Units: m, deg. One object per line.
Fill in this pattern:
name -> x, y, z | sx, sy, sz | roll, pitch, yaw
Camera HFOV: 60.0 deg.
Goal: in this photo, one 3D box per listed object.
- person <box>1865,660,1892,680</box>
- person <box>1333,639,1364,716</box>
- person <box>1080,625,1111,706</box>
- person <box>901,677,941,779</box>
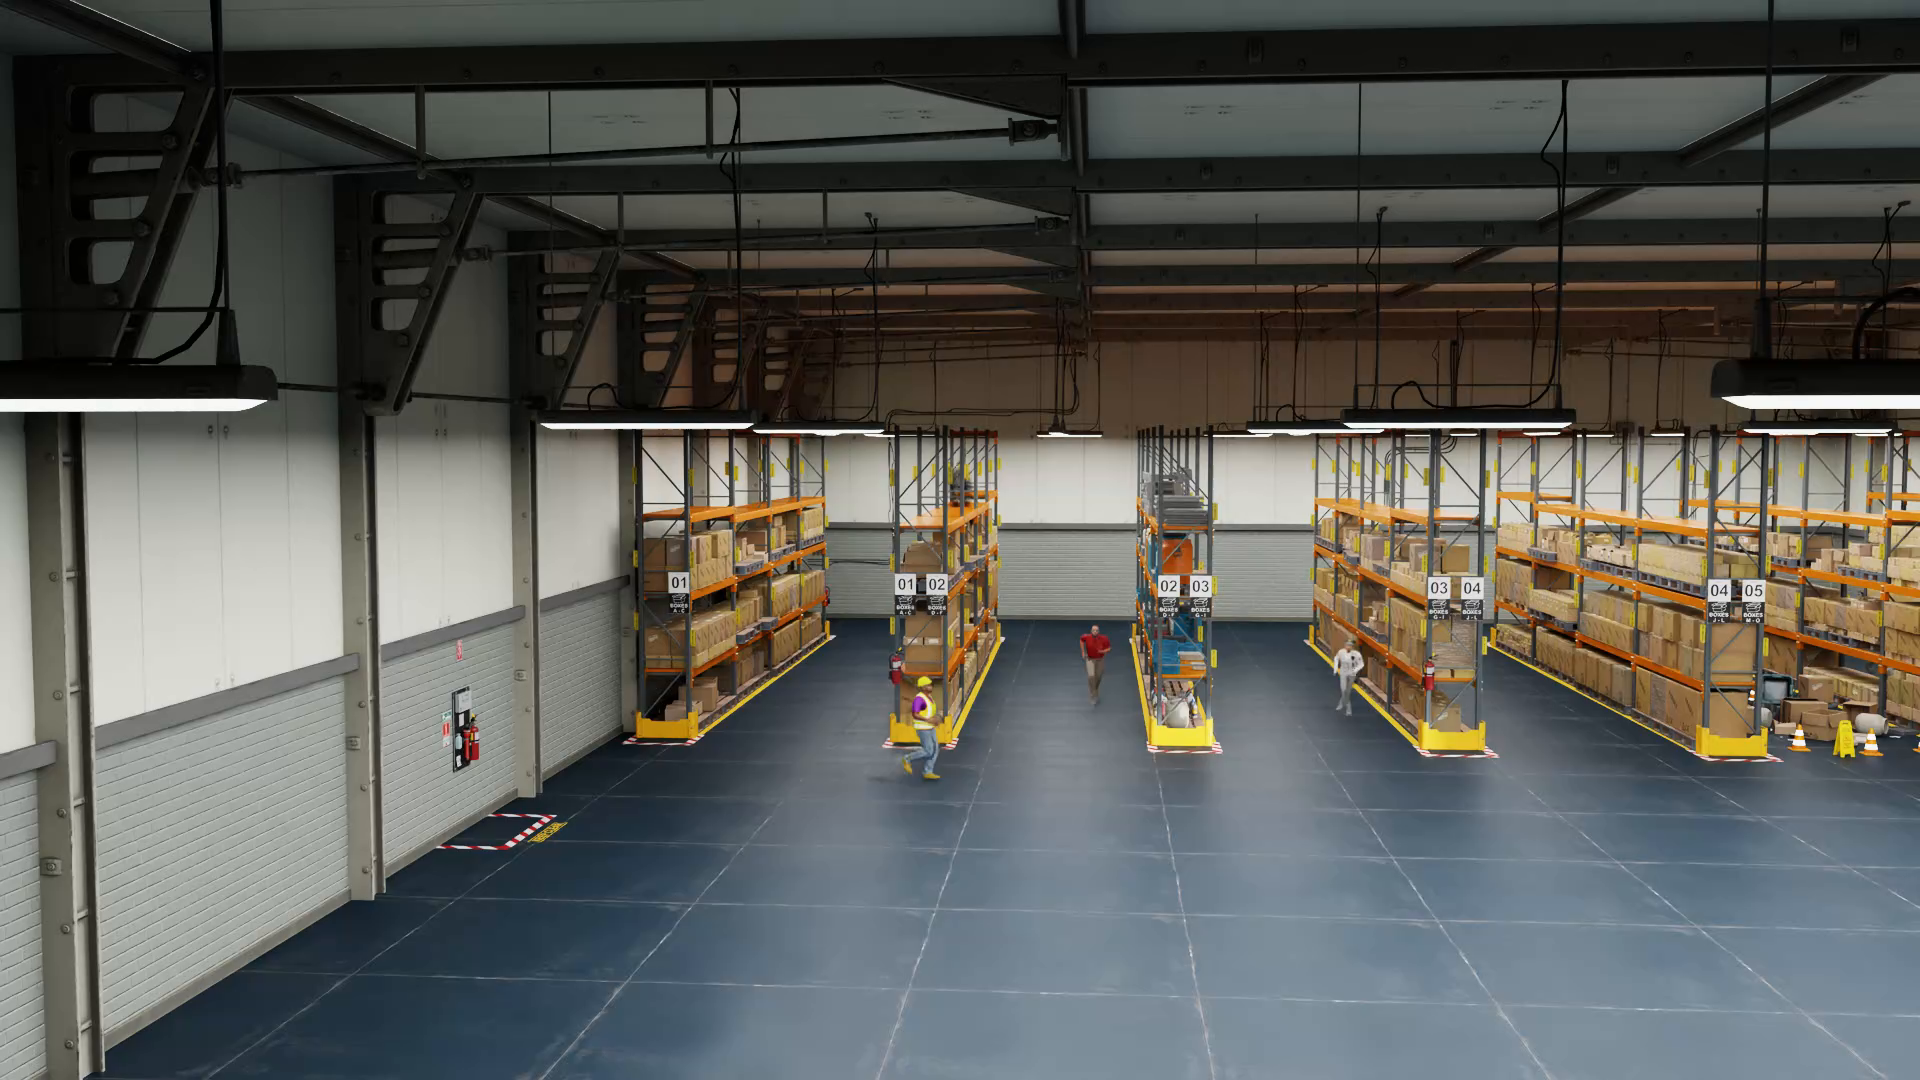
person -> 21.048, 2.590, 38.147 | 0.705, 1.748, 0.932 | 0, 3, 0
person -> 8.152, 2.843, 34.894 | 0.619, 1.624, 0.807 | 1, 4, 13
person -> 2.958, 2.707, 36.350 | 0.659, 1.753, 1.024 | 0, 3, 0
person -> -0.633, 3.170, 28.074 | 0.687, 1.728, 0.699 | 1, 4, 18
